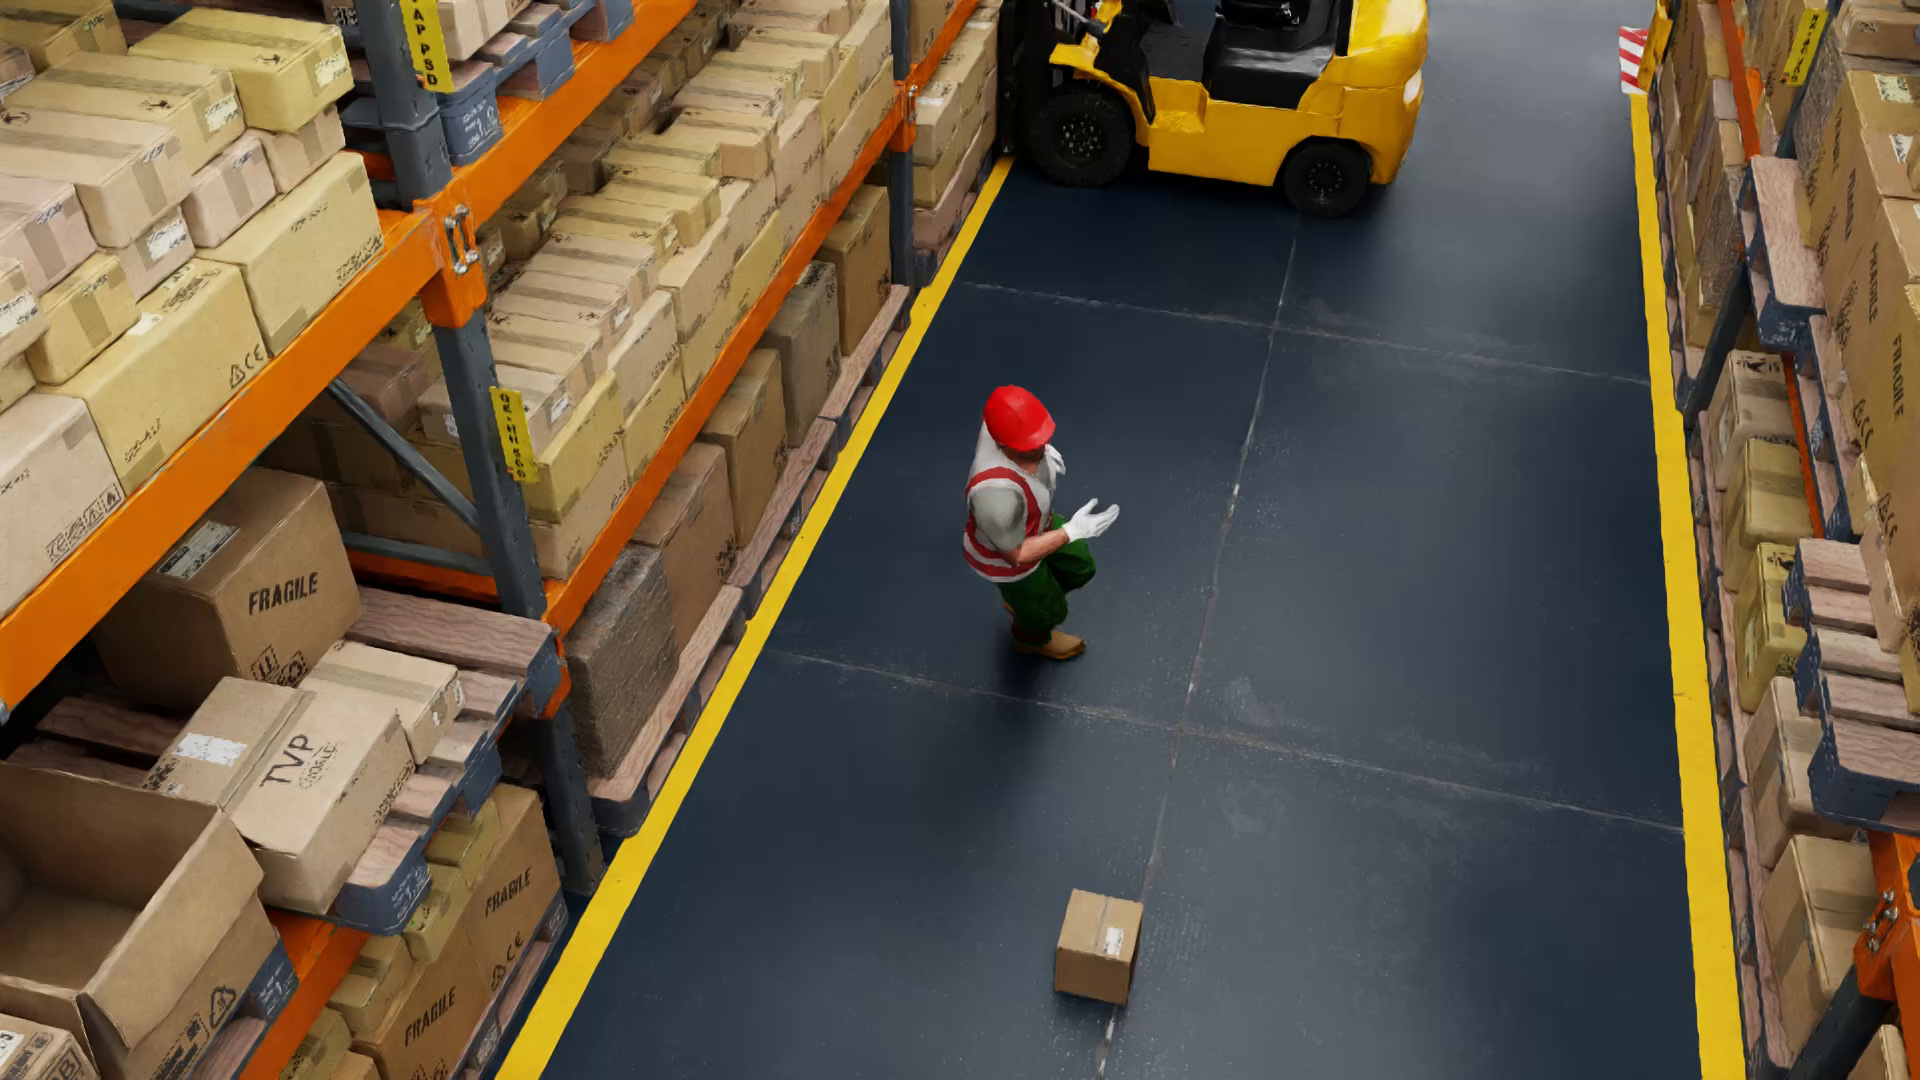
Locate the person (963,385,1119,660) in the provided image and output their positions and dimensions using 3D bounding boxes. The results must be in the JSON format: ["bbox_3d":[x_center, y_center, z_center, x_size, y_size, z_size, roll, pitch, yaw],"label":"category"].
[{"bbox_3d":[0.326,-0.040,6.285,0.565,1.662,0.922,9,41,10],"label":"person"}]
